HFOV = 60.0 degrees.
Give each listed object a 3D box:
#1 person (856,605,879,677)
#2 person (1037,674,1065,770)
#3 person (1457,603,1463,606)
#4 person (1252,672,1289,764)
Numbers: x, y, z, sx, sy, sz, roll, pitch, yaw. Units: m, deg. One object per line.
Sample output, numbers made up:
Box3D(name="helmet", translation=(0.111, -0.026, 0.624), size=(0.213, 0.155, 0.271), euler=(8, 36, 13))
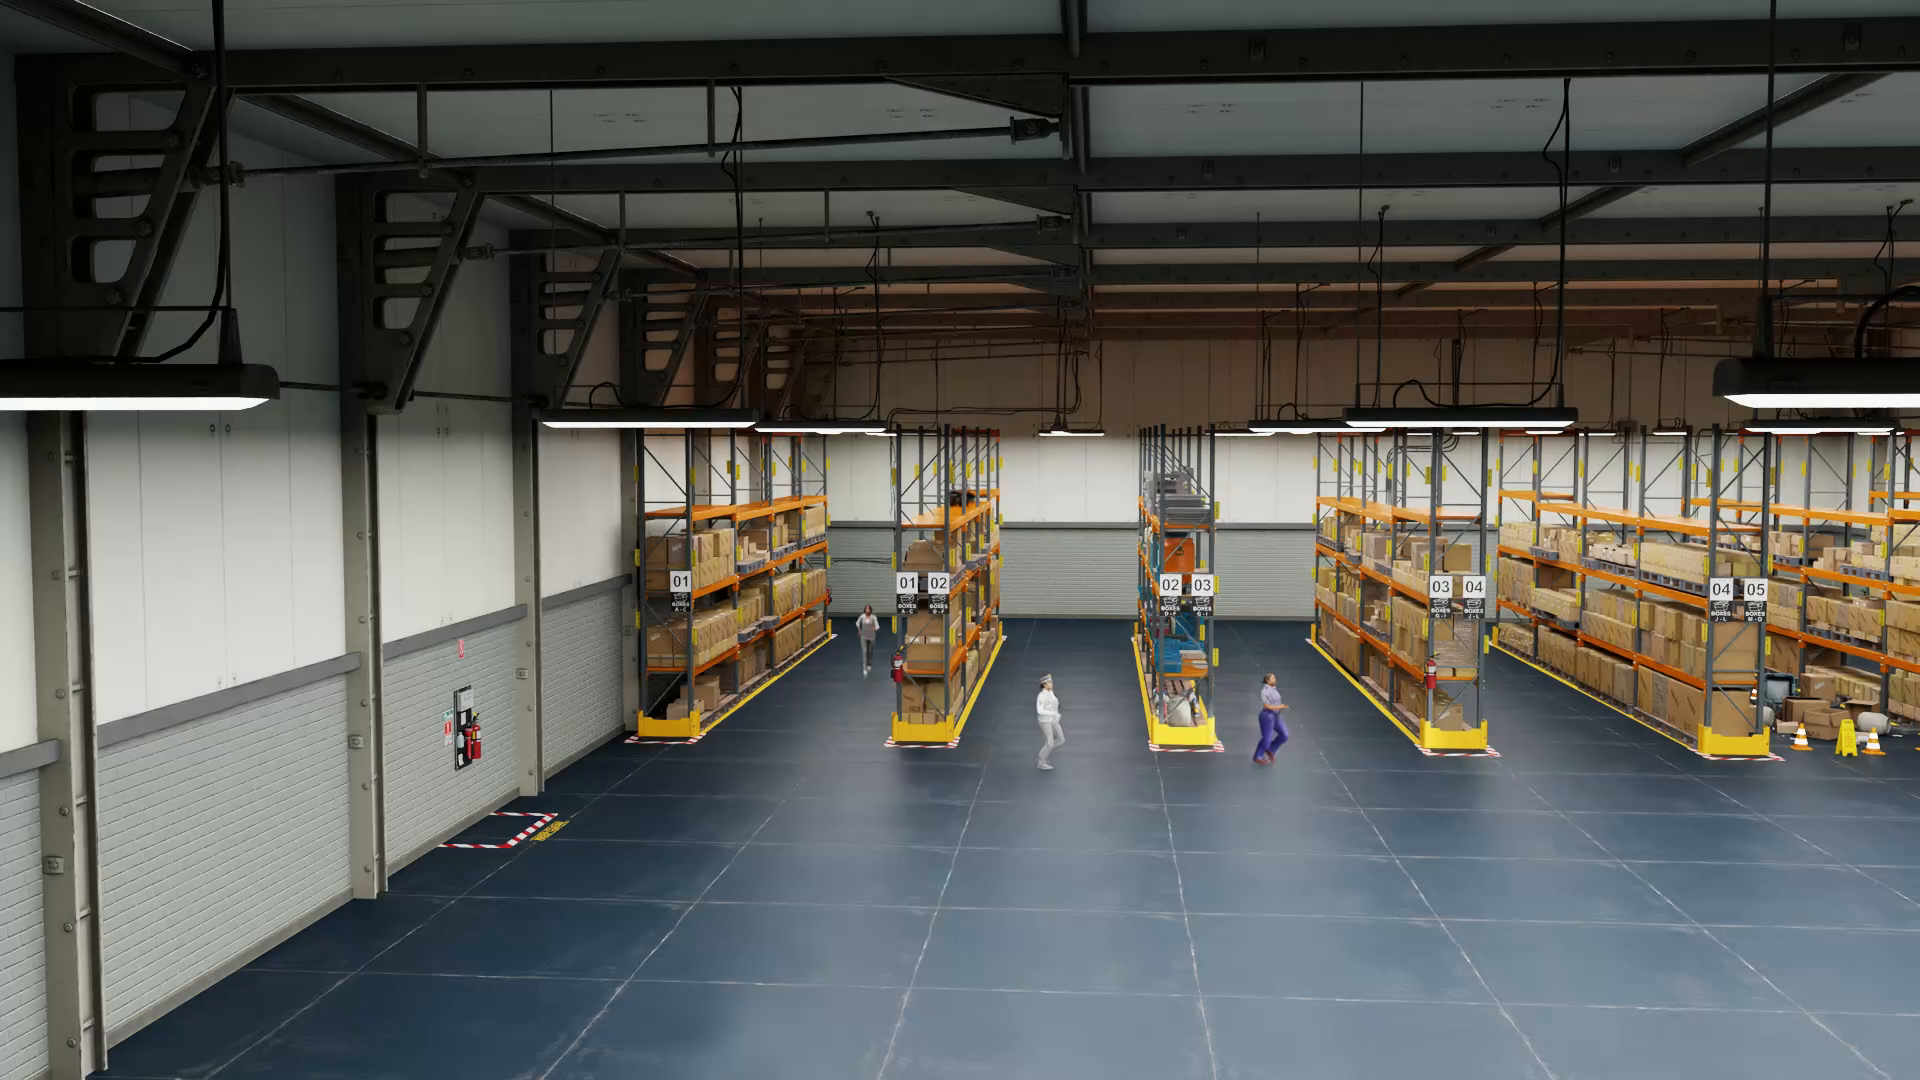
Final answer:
Box3D(name="person", translation=(-2.123, 2.342, 38.314), size=(0.539, 1.521, 0.813), euler=(0, 3, -2))
Box3D(name="person", translation=(1.583, 3.140, 28.699), size=(0.544, 1.653, 0.602), euler=(2, 4, 33))
Box3D(name="person", translation=(13.698, 2.103, 45.791), size=(0.733, 1.678, 0.659), euler=(1, 4, 16))
Box3D(name="person", translation=(5.454, 3.172, 29.130), size=(0.643, 1.544, 0.579), euler=(2, 4, 33))
